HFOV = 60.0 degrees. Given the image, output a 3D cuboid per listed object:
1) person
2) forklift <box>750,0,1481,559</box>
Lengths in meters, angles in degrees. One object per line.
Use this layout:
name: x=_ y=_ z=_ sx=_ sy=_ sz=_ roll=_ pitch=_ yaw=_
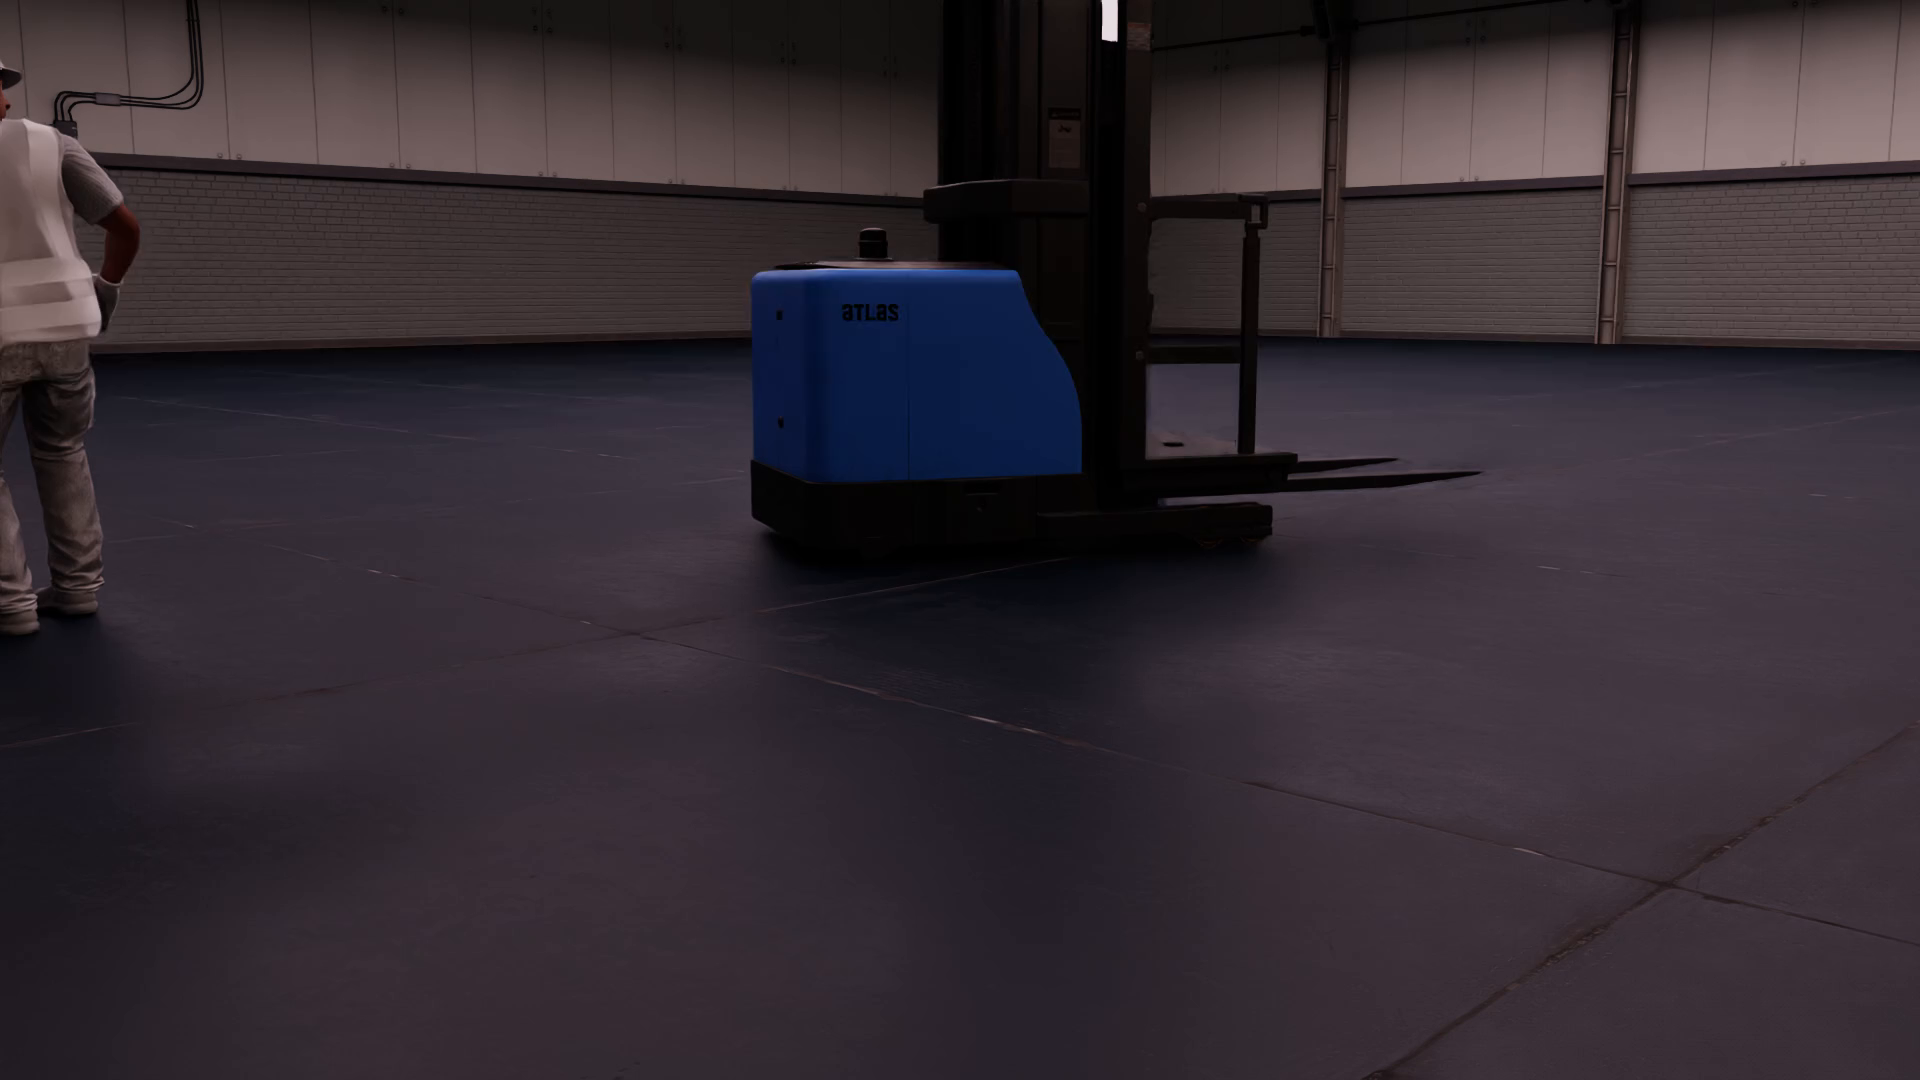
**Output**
person: x=-2.859 y=-0.602 z=4.917 sx=0.768 sy=1.737 sz=0.521 roll=-8 pitch=12 yaw=-43
forklift: x=0.710 y=-1.490 z=6.766 sx=3.031 sy=2.935 sz=1.130 roll=-3 pitch=9 yaw=-20
